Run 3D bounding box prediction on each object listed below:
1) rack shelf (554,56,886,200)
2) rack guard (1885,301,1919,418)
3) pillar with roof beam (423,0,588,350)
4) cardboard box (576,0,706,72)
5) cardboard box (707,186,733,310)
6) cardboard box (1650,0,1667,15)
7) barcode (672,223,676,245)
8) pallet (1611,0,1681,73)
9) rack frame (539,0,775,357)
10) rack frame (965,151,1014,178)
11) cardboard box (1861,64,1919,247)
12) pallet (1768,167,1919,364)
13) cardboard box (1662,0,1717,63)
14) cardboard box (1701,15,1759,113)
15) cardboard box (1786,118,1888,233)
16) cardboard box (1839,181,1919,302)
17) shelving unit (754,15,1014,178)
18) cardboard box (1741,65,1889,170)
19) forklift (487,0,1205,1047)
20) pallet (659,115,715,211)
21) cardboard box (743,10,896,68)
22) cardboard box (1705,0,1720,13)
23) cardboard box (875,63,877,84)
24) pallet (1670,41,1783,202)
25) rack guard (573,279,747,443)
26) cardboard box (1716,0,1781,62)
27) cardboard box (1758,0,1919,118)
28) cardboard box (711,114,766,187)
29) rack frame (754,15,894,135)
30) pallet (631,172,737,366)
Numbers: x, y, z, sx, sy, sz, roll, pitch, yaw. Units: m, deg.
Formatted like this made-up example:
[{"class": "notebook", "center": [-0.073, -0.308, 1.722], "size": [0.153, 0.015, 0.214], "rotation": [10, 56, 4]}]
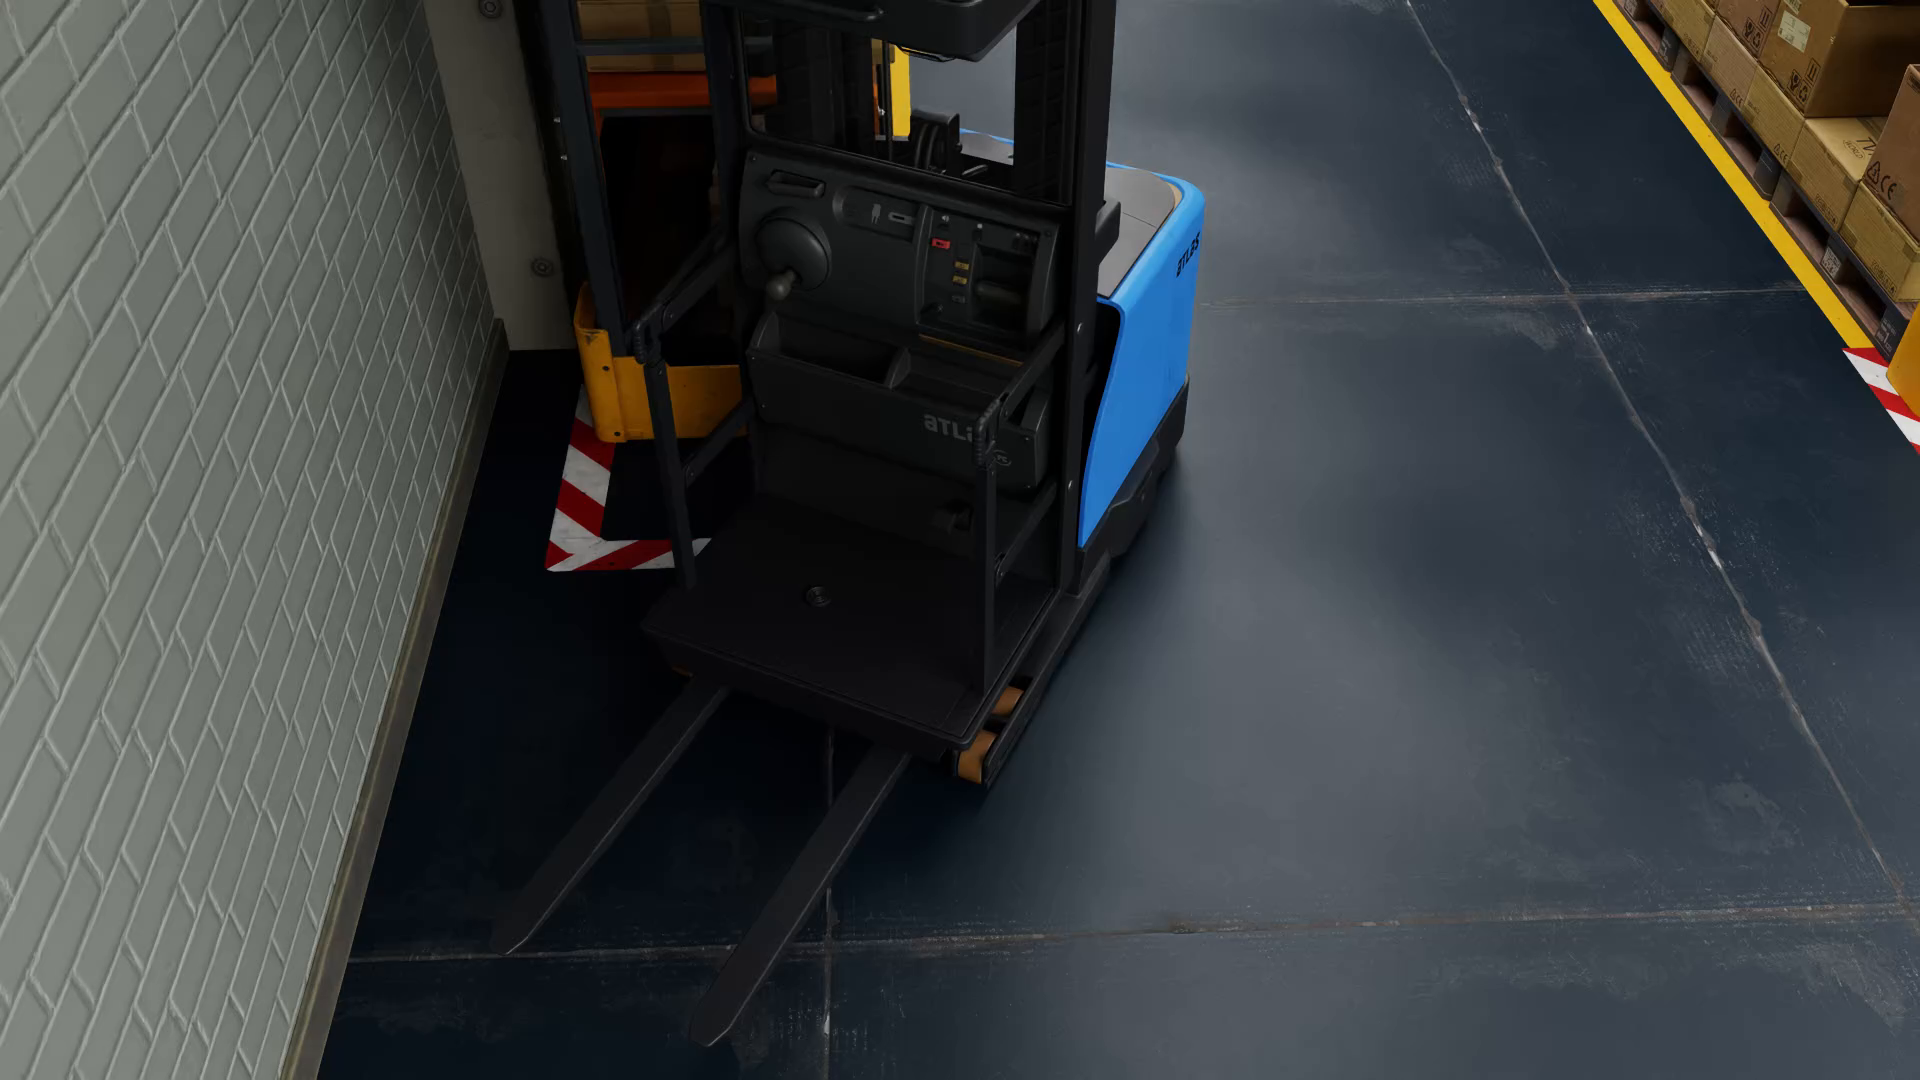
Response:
[{"class": "rack shelf", "center": [-0.861, -2.631, 6.933], "size": [1.077, 0.370, 4.000], "rotation": [-2, 43, -2]}, {"class": "rack guard", "center": [4.174, -0.753, 6.201], "size": [1.175, 0.500, 0.348], "rotation": [-2, 43, -2]}, {"class": "pillar with roof beam", "center": [2.631, -4.329, 3.813], "size": [9.100, 9.000, 0.400], "rotation": [-2, 43, -2]}, {"class": "cardboard box", "center": [-0.990, -1.808, 5.599], "size": [0.500, 0.250, 0.500], "rotation": [-1, 43, -1]}, {"class": "cardboard box", "center": [-0.716, -1.186, 6.489], "size": [0.500, 0.311, 0.500], "rotation": [-6, 43, -7]}, {"class": "cardboard box", "center": [3.736, -2.873, 8.388], "size": [0.500, 0.250, 0.500], "rotation": [-2, 43, -2]}, {"class": "barcode", "center": [-1.116, -1.191, 6.486], "size": [0.001, 0.075, 0.075], "rotation": [-2, 43, -2]}, {"class": "pallet", "center": [3.995, -2.825, 8.675], "size": [1.003, 0.211, 1.213], "rotation": [-2, 43, -2]}, {"class": "rack frame", "center": [-0.776, -1.546, 5.216], "size": [1.000, 3.000, 0.127], "rotation": [-2, 43, -2]}, {"class": "rack frame", "center": [0.152, -0.677, 5.401], "size": [0.500, 1.500, 0.032], "rotation": [-27, 50, -25]}, {"class": "cardboard box", "center": [3.853, -1.462, 6.294], "size": [0.500, 0.500, 0.500], "rotation": [-2, 43, -2]}, {"class": "pallet", "center": [4.098, -1.178, 6.878], "size": [1.003, 0.211, 1.213], "rotation": [-2, 43, -2]}, {"class": "cardboard box", "center": [3.752, -2.535, 8.020], "size": [0.500, 0.250, 0.500], "rotation": [-2, 43, -2]}, {"class": "cardboard box", "center": [3.779, -2.197, 7.652], "size": [0.500, 0.250, 0.500], "rotation": [-2, 43, -2]}, {"class": "cardboard box", "center": [3.822, -1.522, 6.915], "size": [0.500, 0.250, 0.500], "rotation": [-2, 43, -2]}, {"class": "cardboard box", "center": [3.855, -1.185, 6.547], "size": [0.500, 0.250, 0.500], "rotation": [-2, 43, -2]}, {"class": "shelving unit", "center": [-0.147, -0.960, 5.699], "size": [0.538, 1.500, 1.048], "rotation": [-27, 50, -25]}, {"class": "cardboard box", "center": [3.798, -1.860, 7.283], "size": [0.500, 0.250, 0.500], "rotation": [-2, 43, -2]}, {"class": "forklift", "center": [-0.270, -0.696, 4.340], "size": [1.130, 2.935, 3.031], "rotation": [18, 45, 18]}, {"class": "pallet", "center": [-0.828, -1.940, 7.710], "size": [1.003, 0.211, 1.213], "rotation": [-2, 43, -2]}, {"class": "cardboard box", "center": [-0.480, -1.836, 5.630], "size": [0.500, 0.250, 0.500], "rotation": [-3, 43, -3]}, {"class": "cardboard box", "center": [3.752, -2.811, 7.766], "size": [0.500, 0.500, 0.500], "rotation": [-2, 43, -2]}, {"class": "cardboard box", "center": [-0.721, -2.138, 7.387], "size": [0.700, 0.500, 0.500], "rotation": [-4, 43, -4]}, {"class": "pallet", "center": [4.050, -1.999, 7.775], "size": [1.003, 0.211, 1.213], "rotation": [-2, 43, -2]}, {"class": "rack guard", "center": [-0.780, -0.676, 6.117], "size": [1.175, 0.500, 0.348], "rotation": [-2, 43, -2]}, {"class": "cardboard box", "center": [3.776, -2.474, 7.398], "size": [0.500, 0.500, 0.500], "rotation": [-2, 43, -2]}, {"class": "cardboard box", "center": [3.796, -2.136, 7.030], "size": [0.500, 0.500, 0.500], "rotation": [-2, 43, -2]}, {"class": "cardboard box", "center": [-0.740, -1.571, 6.909], "size": [0.500, 0.311, 0.500], "rotation": [2, 43, 2]}, {"class": "rack frame", "center": [-0.446, -1.242, 5.997], "size": [0.500, 1.500, 0.032], "rotation": [-27, 50, -25]}, {"class": "pallet", "center": [-0.779, -1.119, 6.814], "size": [1.003, 0.211, 1.213], "rotation": [-2, 43, -2]}]
